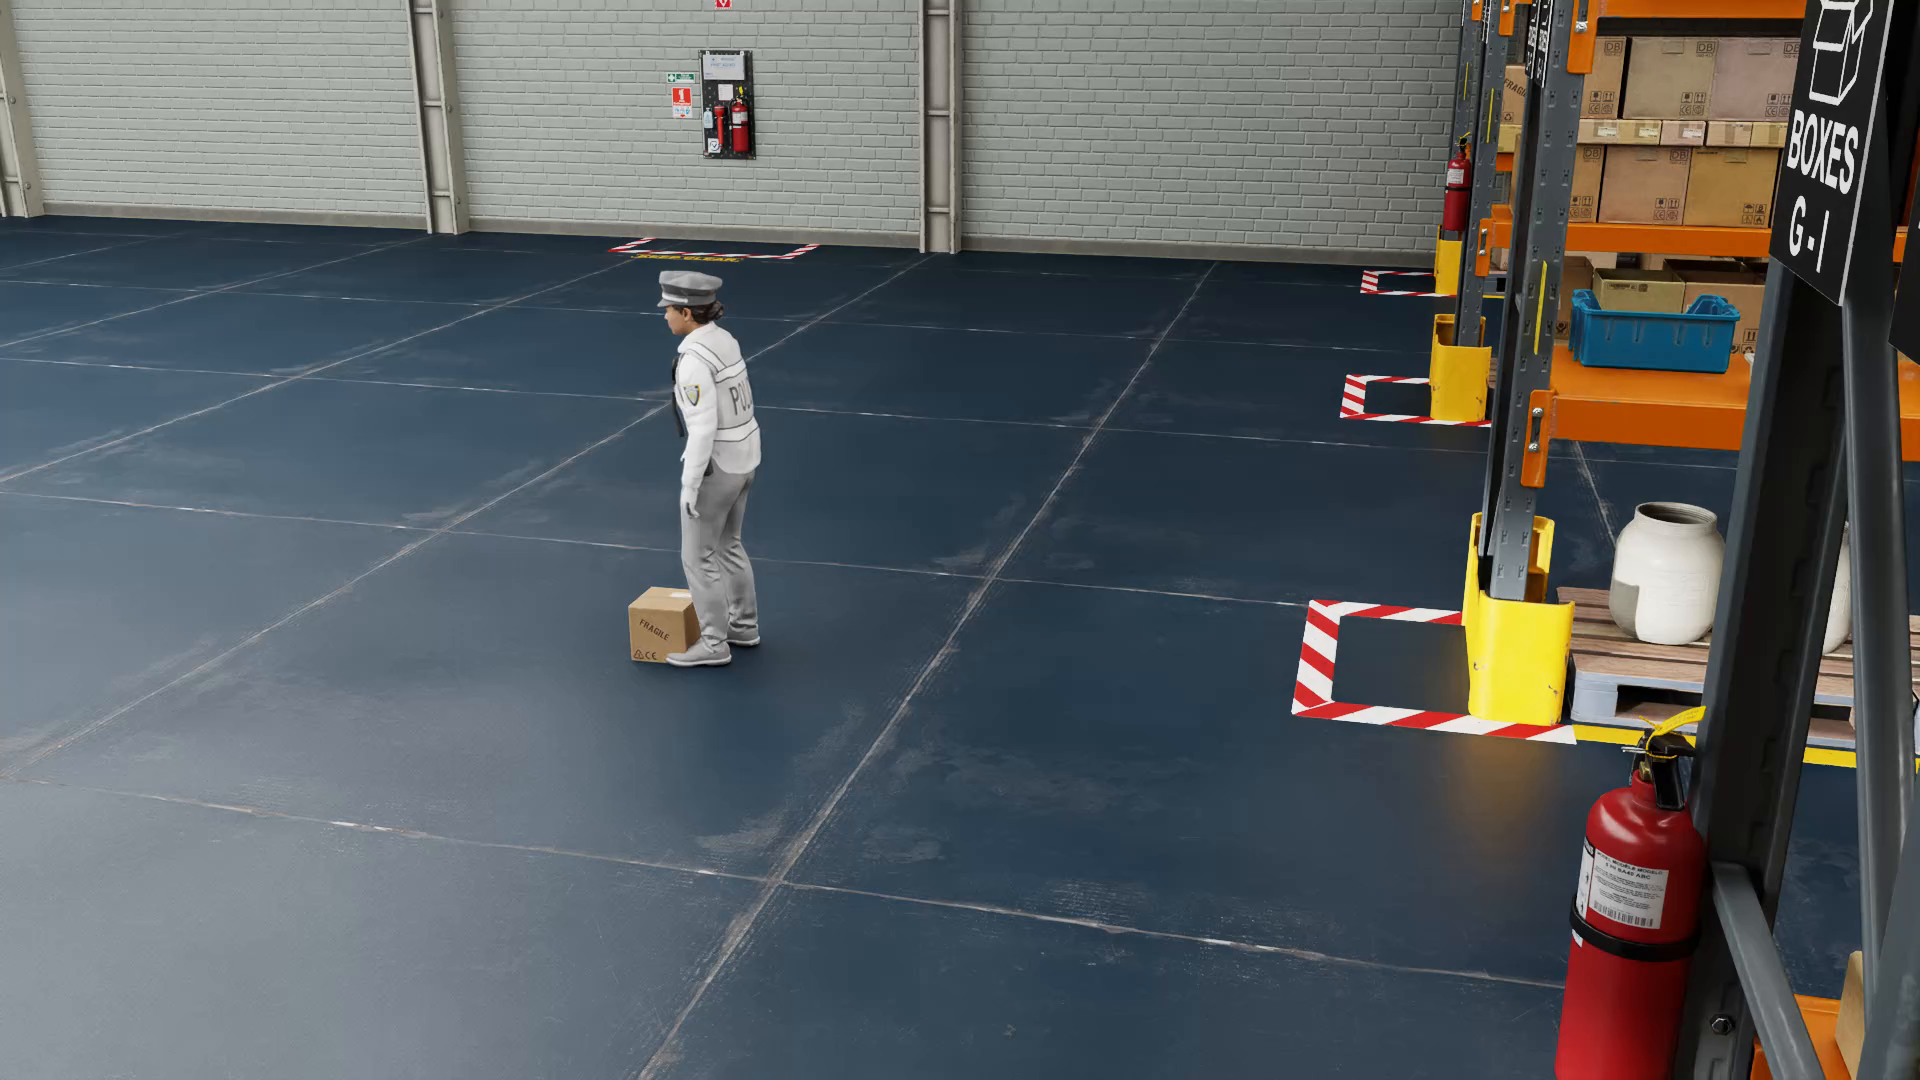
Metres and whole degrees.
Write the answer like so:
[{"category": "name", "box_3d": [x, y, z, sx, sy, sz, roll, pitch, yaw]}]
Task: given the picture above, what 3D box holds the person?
[{"category": "person", "box_3d": [-1.044, -0.285, 6.905, 0.412, 1.665, 0.543, 3, 19, 10]}]
